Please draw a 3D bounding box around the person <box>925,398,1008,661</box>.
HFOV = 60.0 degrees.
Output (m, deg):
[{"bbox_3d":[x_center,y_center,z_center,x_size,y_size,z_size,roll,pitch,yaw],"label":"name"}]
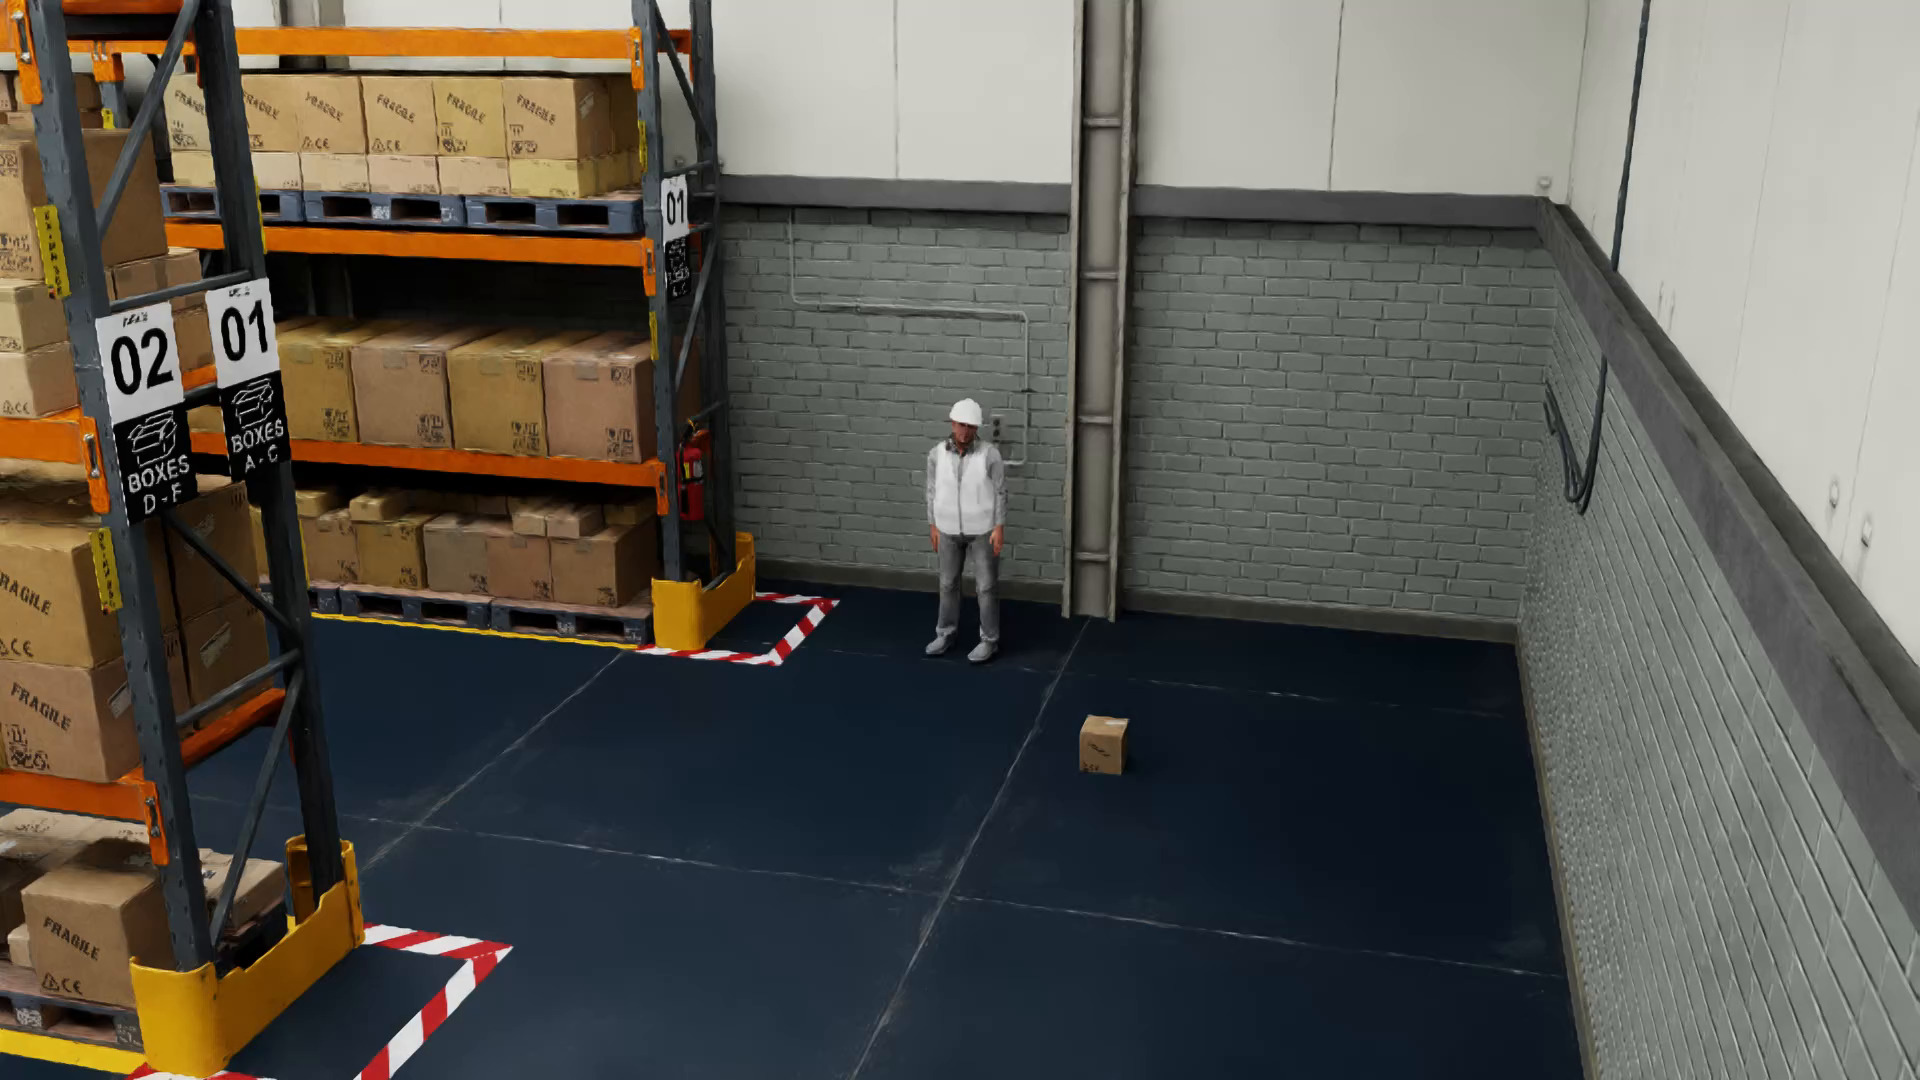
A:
[{"bbox_3d":[0.036,-0.074,11.166,0.567,1.779,0.395,5,19,14],"label":"person"}]
